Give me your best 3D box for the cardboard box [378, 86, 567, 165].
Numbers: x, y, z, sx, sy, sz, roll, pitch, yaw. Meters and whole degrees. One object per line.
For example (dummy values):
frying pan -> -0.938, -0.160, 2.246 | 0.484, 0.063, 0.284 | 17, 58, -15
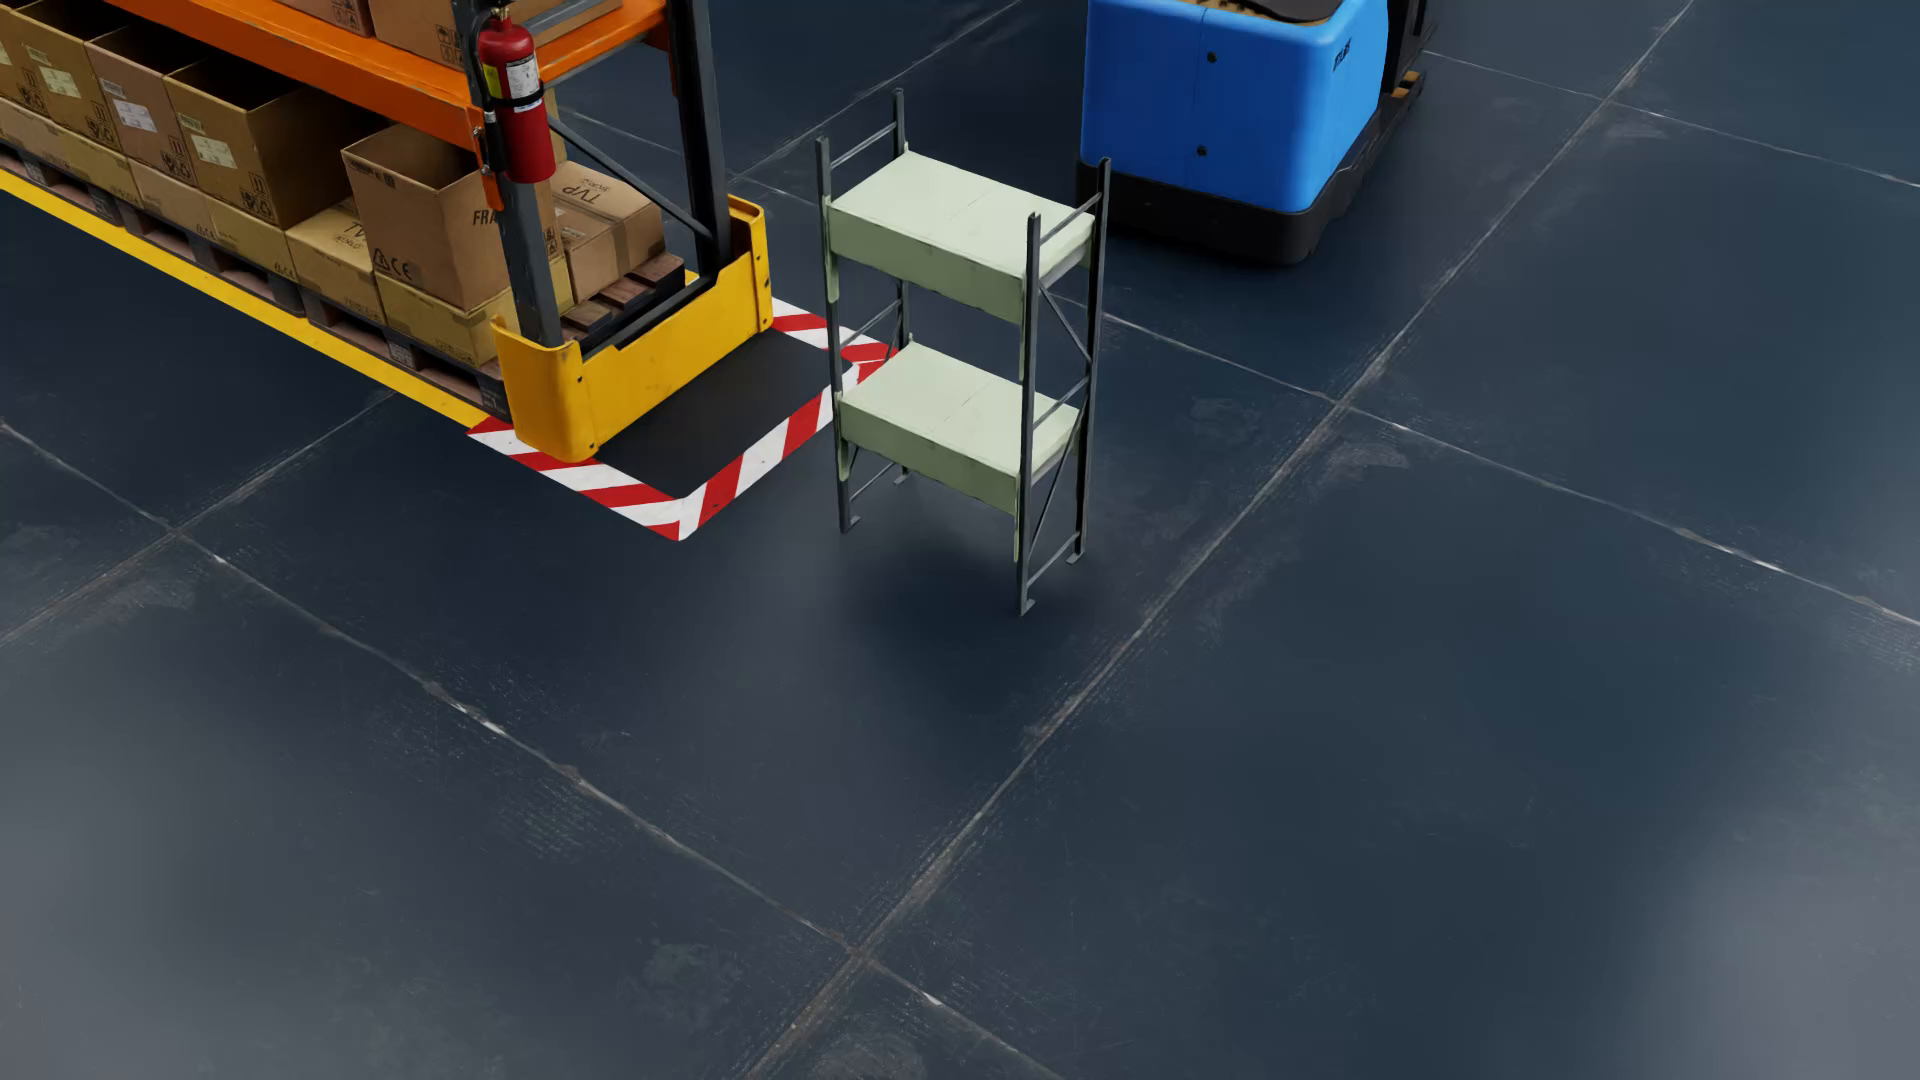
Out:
cardboard box -> -1.948, -1.702, 6.588 | 0.500, 0.500, 0.500 | 25, 48, 25

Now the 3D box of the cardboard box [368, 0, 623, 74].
cardboard box -> -1.601, -1.997, 5.657 | 0.500, 0.500, 0.700 | 25, 48, 25

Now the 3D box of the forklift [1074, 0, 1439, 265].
forklift -> 1.615, -3.218, 7.149 | 1.130, 2.935, 3.031 | 19, 45, 20

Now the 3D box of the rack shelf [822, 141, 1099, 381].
rack shelf -> 0.005, -0.847, 4.987 | 0.720, 0.370, 0.431 | 25, 48, 25

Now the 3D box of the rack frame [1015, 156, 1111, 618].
rack frame -> 0.305, -0.416, 5.090 | 0.023, 1.500, 0.400 | 25, 48, 25

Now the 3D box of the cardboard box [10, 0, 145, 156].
cardboard box -> -3.482, -1.985, 6.904 | 0.500, 0.500, 0.500 | 25, 48, 25

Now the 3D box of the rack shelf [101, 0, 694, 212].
rack shelf -> -2.863, -2.271, 6.578 | 4.000, 0.370, 1.077 | 25, 48, 25

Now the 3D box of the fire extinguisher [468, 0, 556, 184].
fire extinguisher -> -1.396, -1.446, 5.175 | 0.183, 0.674, 0.296 | 25, 48, 25

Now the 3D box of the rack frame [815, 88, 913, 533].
rack frame -> -0.294, -0.697, 5.404 | 0.023, 1.500, 0.400 | 25, 48, 25

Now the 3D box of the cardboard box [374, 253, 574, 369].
cardboard box -> -1.835, -0.950, 6.309 | 0.500, 0.250, 0.500 | 25, 48, 25

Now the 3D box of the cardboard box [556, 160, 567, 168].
cardboard box -> -1.949, -1.422, 6.836 | 0.500, 0.250, 0.500 | 25, 48, 25

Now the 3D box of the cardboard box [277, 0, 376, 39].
cardboard box -> -2.034, -2.195, 5.879 | 0.500, 0.500, 0.700 | 26, 48, 26

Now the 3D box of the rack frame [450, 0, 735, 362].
rack frame -> -1.226, -1.774, 5.483 | 0.127, 3.000, 1.000 | 25, 48, 25

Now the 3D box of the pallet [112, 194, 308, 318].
pallet -> -2.871, -1.472, 7.237 | 1.213, 0.211, 1.003 | 25, 48, 25

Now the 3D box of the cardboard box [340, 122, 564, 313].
cardboard box -> -1.836, -1.228, 6.057 | 0.500, 0.500, 0.500 | 25, 48, 25

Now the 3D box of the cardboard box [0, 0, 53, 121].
cardboard box -> -3.887, -2.181, 7.123 | 0.500, 0.500, 0.500 | 25, 48, 25

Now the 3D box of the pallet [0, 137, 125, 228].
pallet -> -3.874, -1.939, 7.758 | 1.213, 0.211, 1.003 | 25, 48, 25

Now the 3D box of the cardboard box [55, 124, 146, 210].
cardboard box -> -3.483, -1.705, 7.154 | 0.500, 0.250, 0.500 | 25, 48, 25

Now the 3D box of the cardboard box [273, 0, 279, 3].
cardboard box -> -2.437, -2.388, 6.095 | 0.500, 0.500, 0.700 | 25, 48, 26

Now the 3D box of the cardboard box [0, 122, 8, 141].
cardboard box -> -4.295, -2.094, 7.588 | 0.500, 0.250, 0.500 | 25, 48, 25

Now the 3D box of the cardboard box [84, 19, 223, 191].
cardboard box -> -3.072, -1.795, 6.691 | 0.500, 0.500, 0.500 | 25, 48, 25

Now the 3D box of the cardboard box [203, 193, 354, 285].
cardboard box -> -2.661, -1.325, 6.728 | 0.500, 0.250, 0.500 | 25, 48, 25

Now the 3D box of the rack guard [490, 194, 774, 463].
rack guard -> -1.206, -0.833, 6.306 | 0.348, 0.500, 1.175 | 25, 48, 25

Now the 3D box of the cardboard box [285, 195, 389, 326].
cardboard box -> -2.251, -1.134, 6.515 | 0.500, 0.250, 0.500 | 25, 48, 25

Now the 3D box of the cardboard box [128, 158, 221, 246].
cardboard box -> -3.070, -1.517, 6.943 | 0.500, 0.250, 0.500 | 25, 48, 25

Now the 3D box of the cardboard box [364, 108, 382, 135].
cardboard box -> -2.365, -1.887, 6.794 | 0.500, 0.500, 0.500 | 25, 48, 25

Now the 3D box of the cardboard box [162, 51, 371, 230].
cardboard box -> -2.663, -1.603, 6.476 | 0.500, 0.500, 0.500 | 25, 48, 25

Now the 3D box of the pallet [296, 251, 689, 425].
pallet -> -1.876, -1.005, 6.714 | 1.213, 0.211, 1.003 | 25, 48, 25

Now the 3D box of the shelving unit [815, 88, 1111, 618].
shelving unit -> 0.005, -0.556, 5.247 | 0.755, 1.500, 0.431 | 25, 48, 25

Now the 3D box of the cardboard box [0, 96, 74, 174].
cardboard box -> -3.889, -1.900, 7.371 | 0.500, 0.250, 0.500 | 25, 48, 25

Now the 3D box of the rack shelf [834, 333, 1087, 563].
rack shelf -> 0.005, -0.313, 5.464 | 0.720, 0.370, 0.431 | 25, 48, 25

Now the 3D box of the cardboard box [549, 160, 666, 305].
cardboard box -> -1.537, -1.232, 6.625 | 0.500, 0.250, 0.500 | 25, 48, 25
